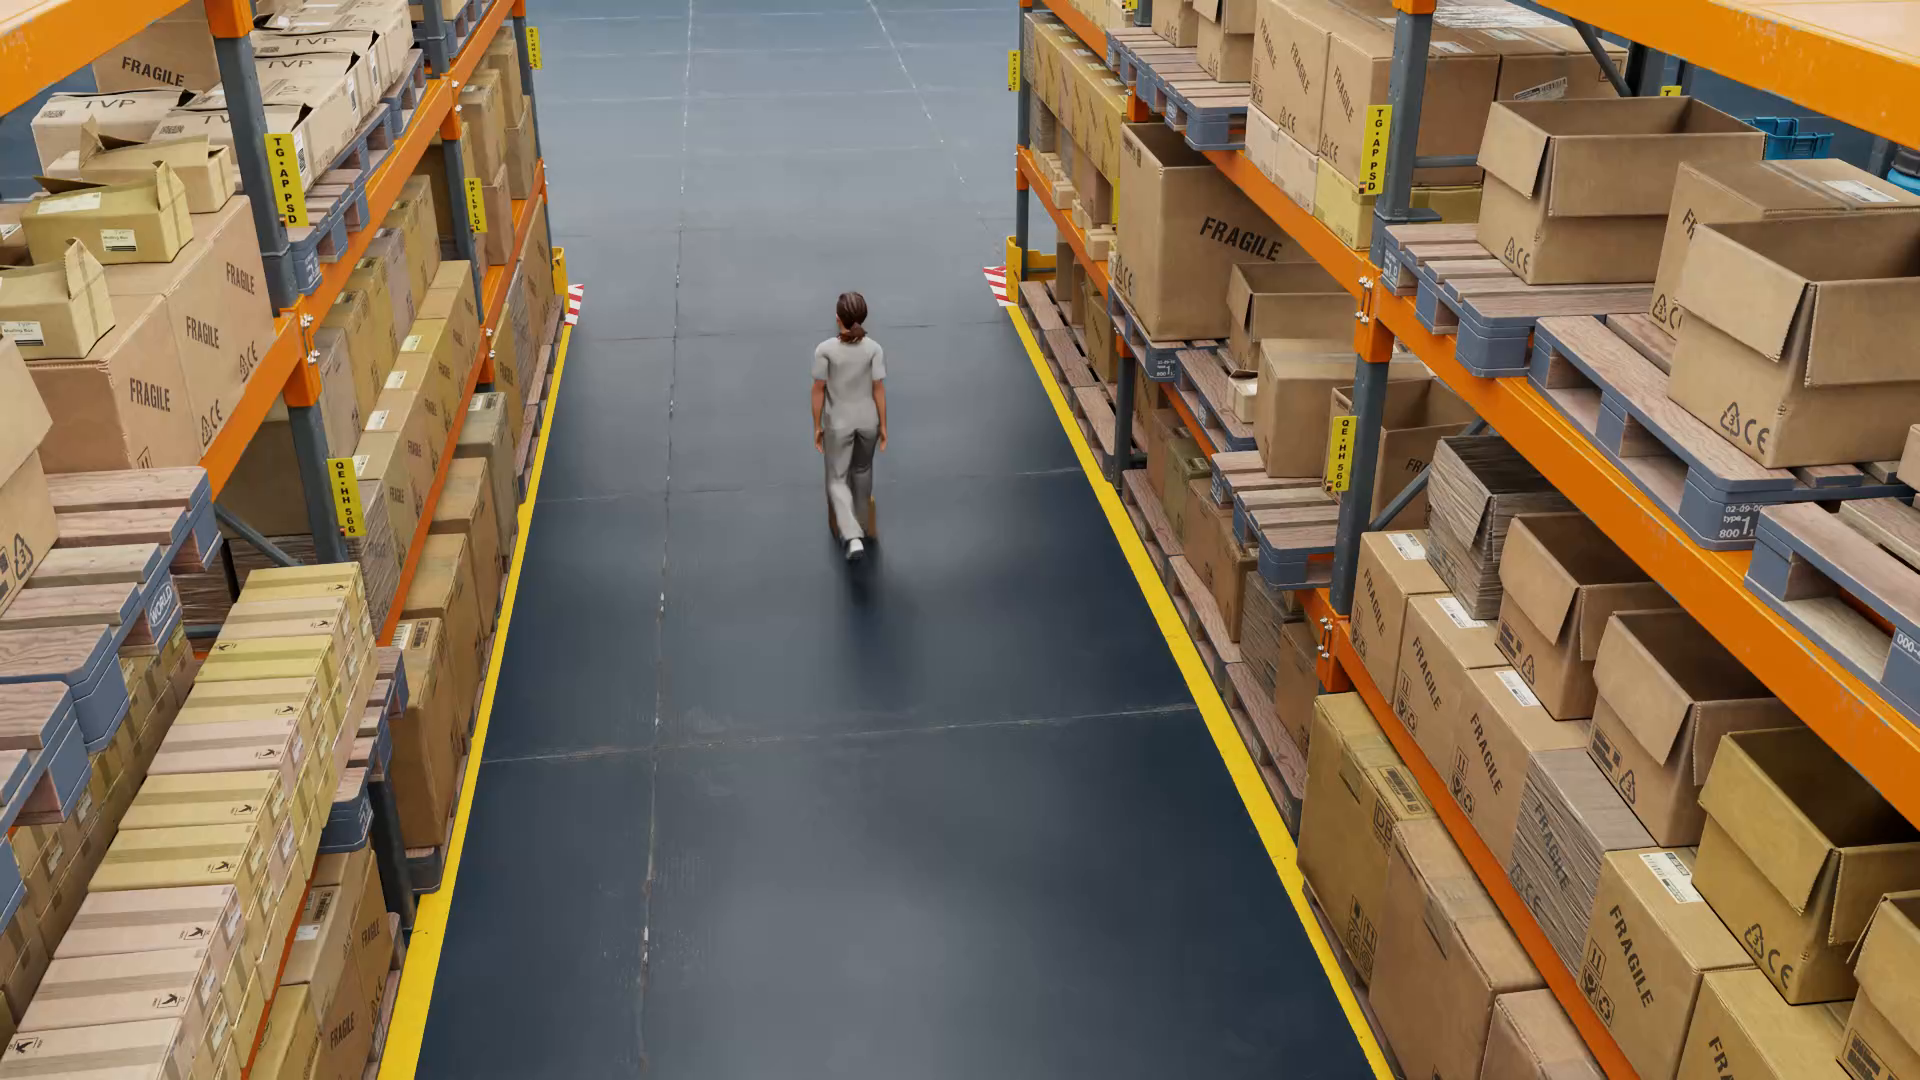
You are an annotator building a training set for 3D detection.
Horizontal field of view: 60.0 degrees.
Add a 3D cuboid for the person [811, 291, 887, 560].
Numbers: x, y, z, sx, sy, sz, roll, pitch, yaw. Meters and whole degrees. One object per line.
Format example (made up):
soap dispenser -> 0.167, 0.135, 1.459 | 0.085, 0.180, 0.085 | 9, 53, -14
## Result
person -> -0.649, -0.658, 9.913 | 0.449, 1.633, 0.919 | -6, 28, -12
